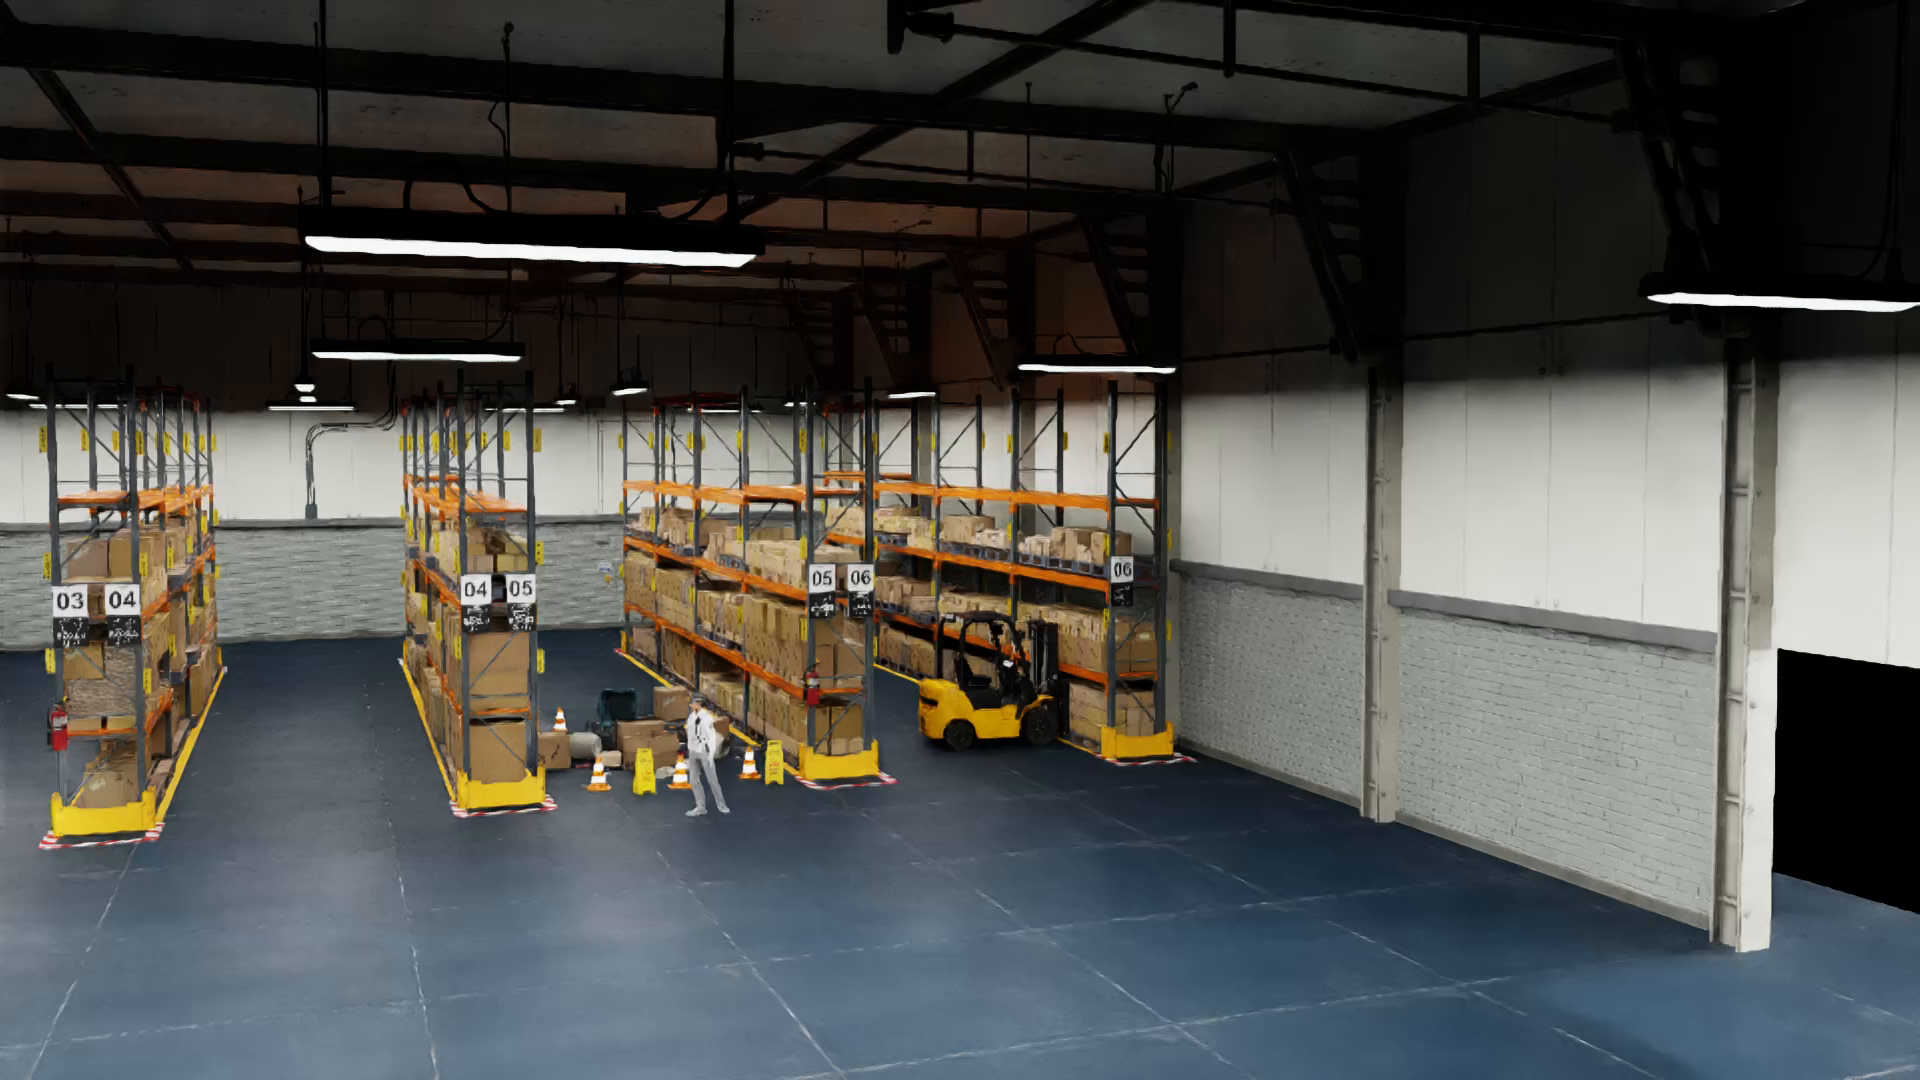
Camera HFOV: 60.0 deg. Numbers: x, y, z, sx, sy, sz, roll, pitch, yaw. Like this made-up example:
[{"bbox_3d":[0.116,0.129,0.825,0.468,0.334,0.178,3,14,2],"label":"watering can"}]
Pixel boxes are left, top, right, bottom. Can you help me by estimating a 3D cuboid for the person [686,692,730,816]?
[{"bbox_3d":[-3.428,2.873,22.436,0.572,1.656,0.531,3,4,41],"label":"person"}]
